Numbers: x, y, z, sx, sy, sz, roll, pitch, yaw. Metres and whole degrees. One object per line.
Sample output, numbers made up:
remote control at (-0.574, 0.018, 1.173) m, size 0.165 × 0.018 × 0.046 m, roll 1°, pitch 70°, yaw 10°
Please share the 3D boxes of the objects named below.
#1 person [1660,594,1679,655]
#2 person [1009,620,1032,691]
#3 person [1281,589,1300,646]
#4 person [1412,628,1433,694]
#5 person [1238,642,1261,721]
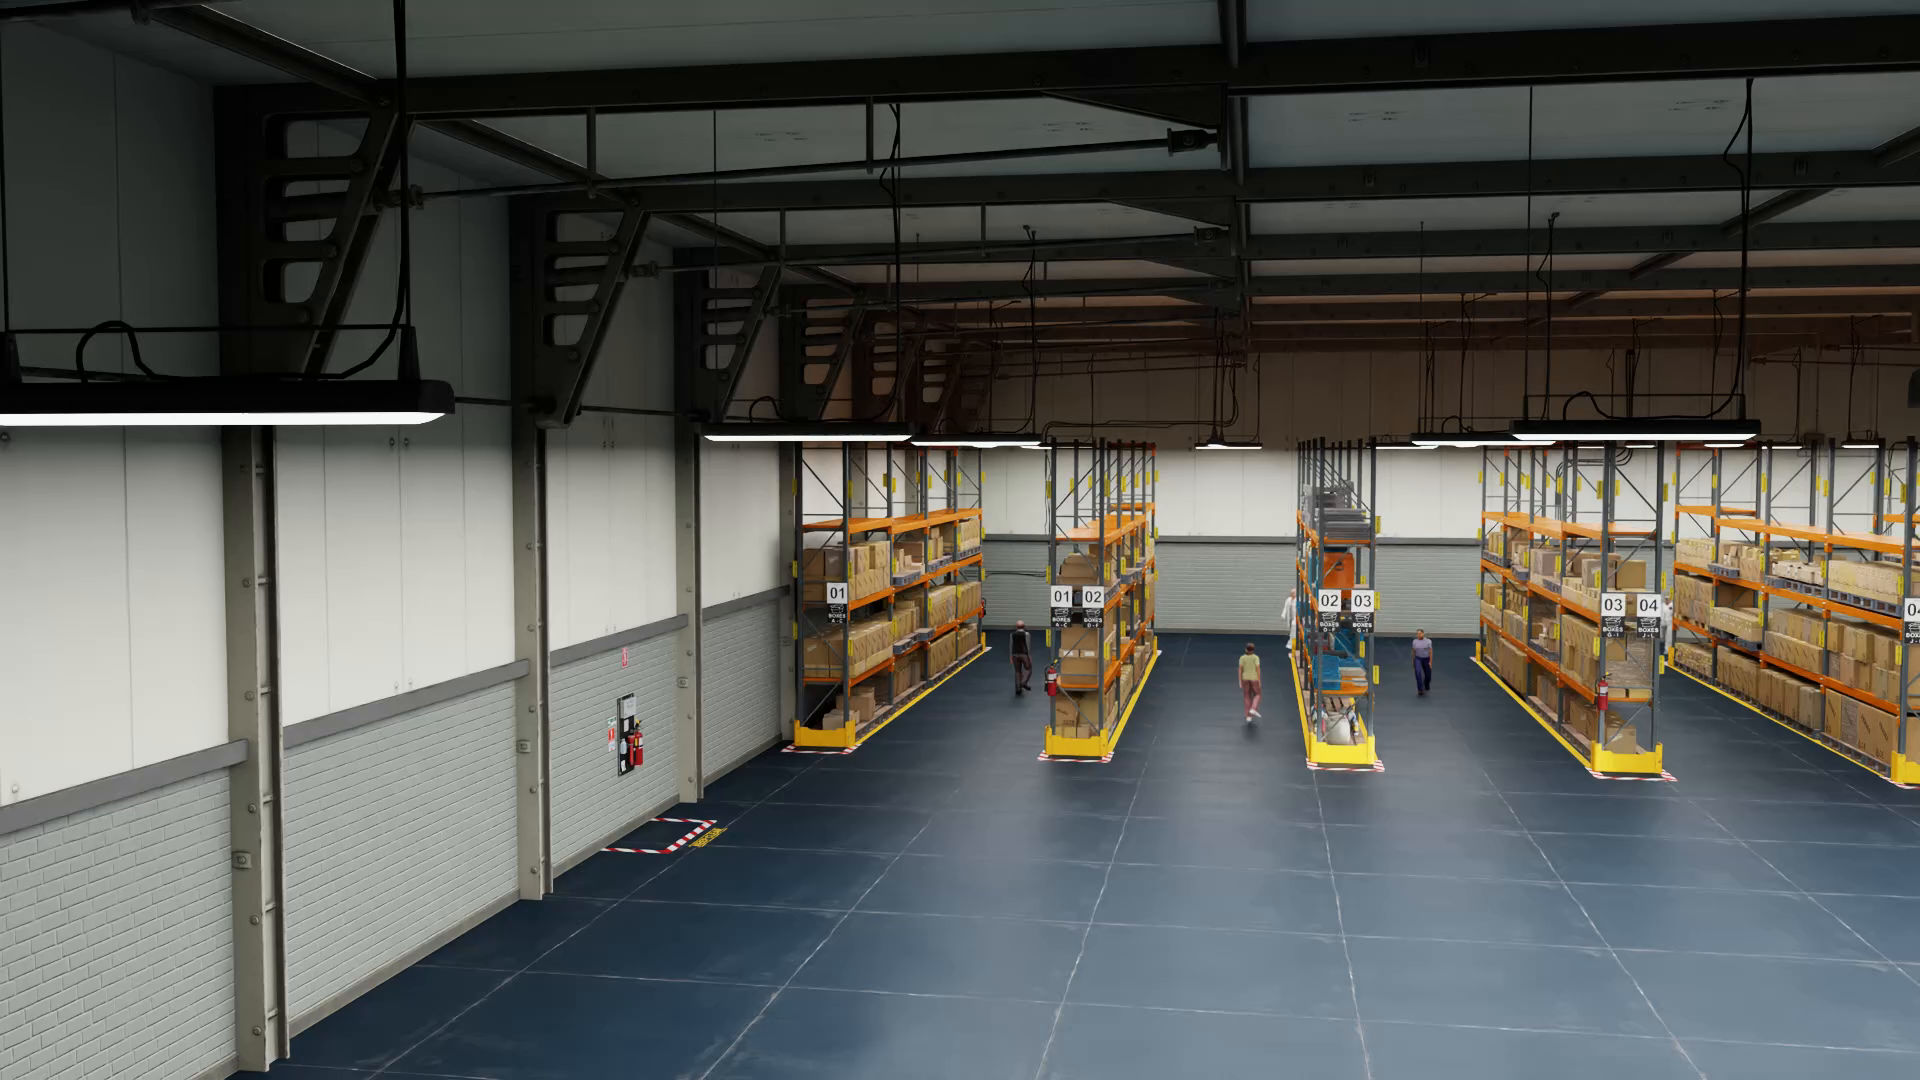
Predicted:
person at (20.025, 2.362, 47.041) m, size 0.596 × 1.701 × 1.121 m, roll 3°, pitch 4°, yaw 43°
person at (1.436, 2.740, 39.497) m, size 0.566 × 1.654 × 0.451 m, roll 1°, pitch 3°, yaw 21°
person at (9.750, 2.255, 48.457) m, size 0.639 × 1.662 × 1.015 m, roll 3°, pitch 4°, yaw 41°
person at (10.979, 2.859, 39.480) m, size 0.469 × 1.524 × 0.949 m, roll 1°, pitch 3°, yaw 15°
person at (6.172, 3.012, 35.382) m, size 0.491 × 1.660 × 0.471 m, roll 1°, pitch 3°, yaw 20°
